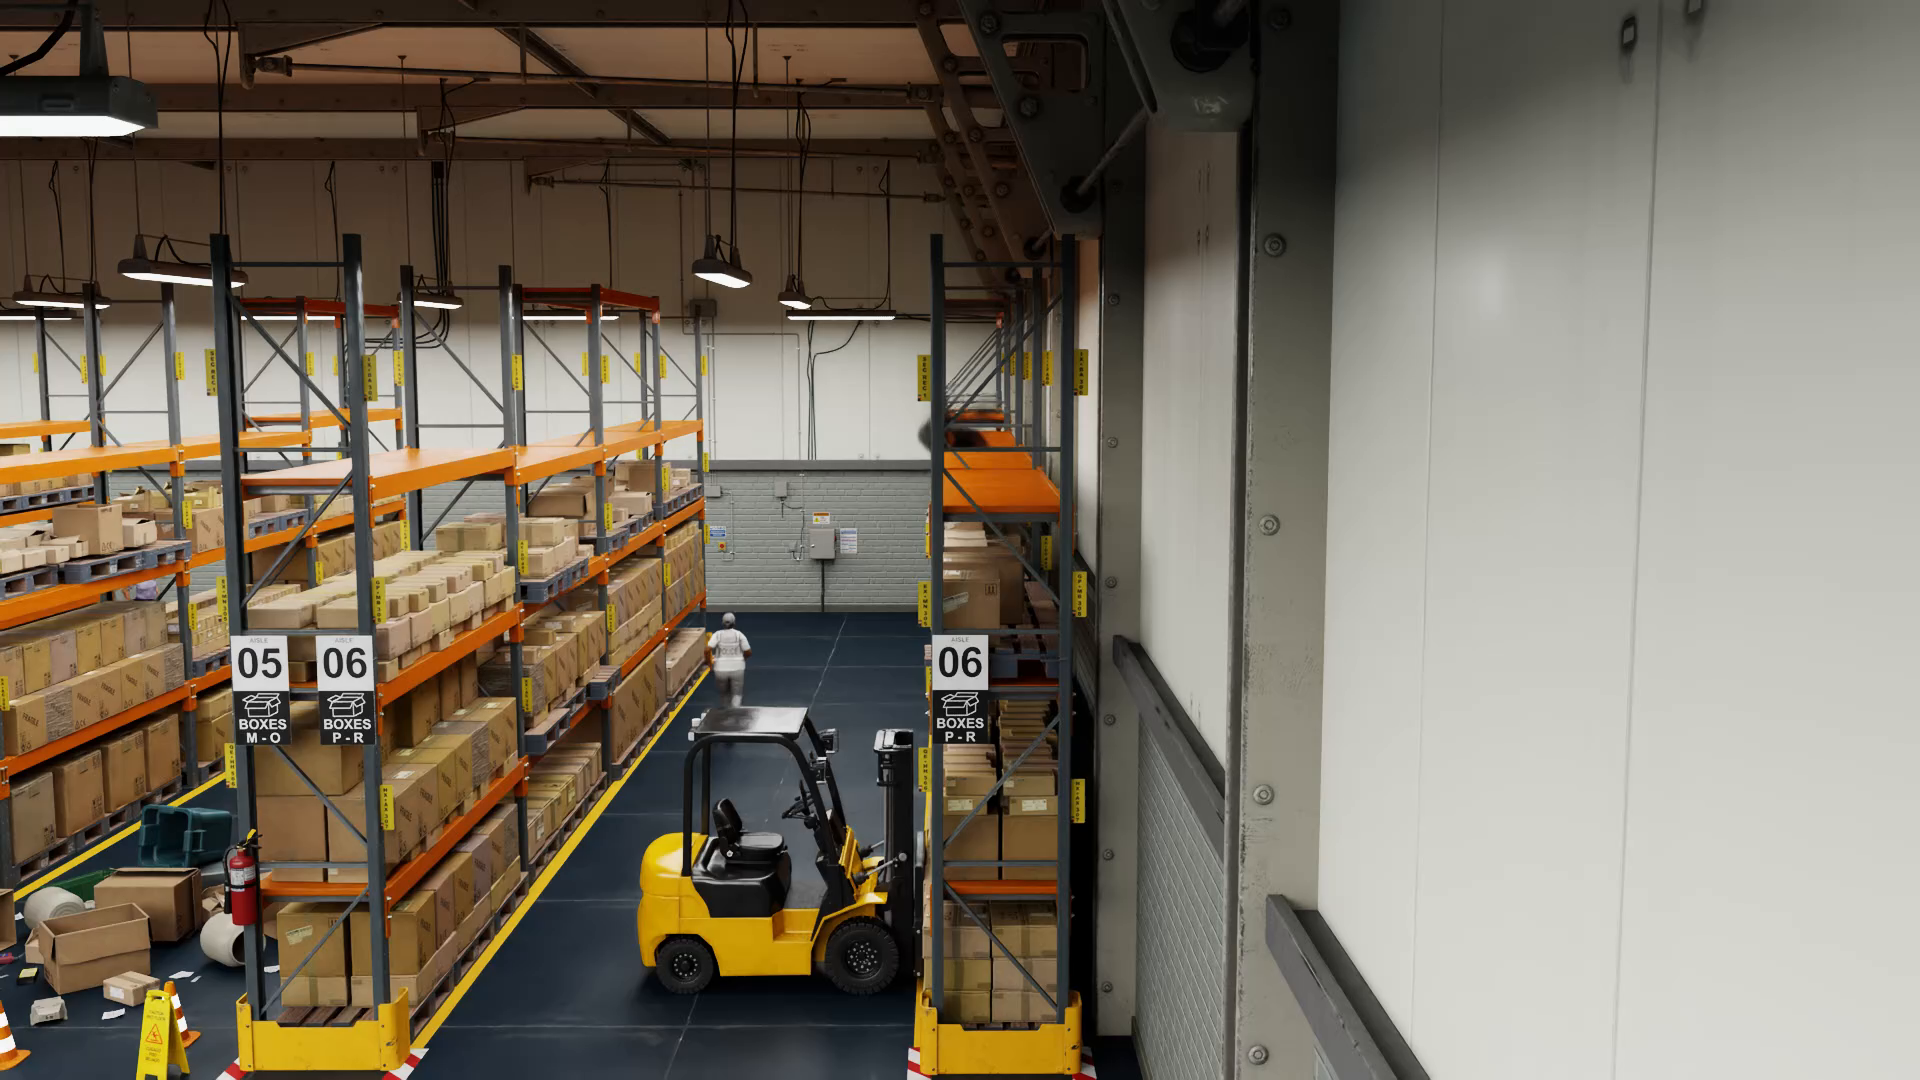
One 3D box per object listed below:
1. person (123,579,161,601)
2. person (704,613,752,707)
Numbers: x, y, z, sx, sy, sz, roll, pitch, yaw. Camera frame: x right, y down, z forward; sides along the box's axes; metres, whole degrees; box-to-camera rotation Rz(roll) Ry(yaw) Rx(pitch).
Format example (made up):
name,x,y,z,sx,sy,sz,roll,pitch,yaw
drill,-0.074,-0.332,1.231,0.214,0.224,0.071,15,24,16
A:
name,x,y,z,sx,sy,sz,roll,pitch,yaw
person,-14.243,1.179,29.019,0.725,1.647,0.641,2,7,20
person,-3.165,1.840,22.768,0.628,1.684,0.803,0,6,-2
